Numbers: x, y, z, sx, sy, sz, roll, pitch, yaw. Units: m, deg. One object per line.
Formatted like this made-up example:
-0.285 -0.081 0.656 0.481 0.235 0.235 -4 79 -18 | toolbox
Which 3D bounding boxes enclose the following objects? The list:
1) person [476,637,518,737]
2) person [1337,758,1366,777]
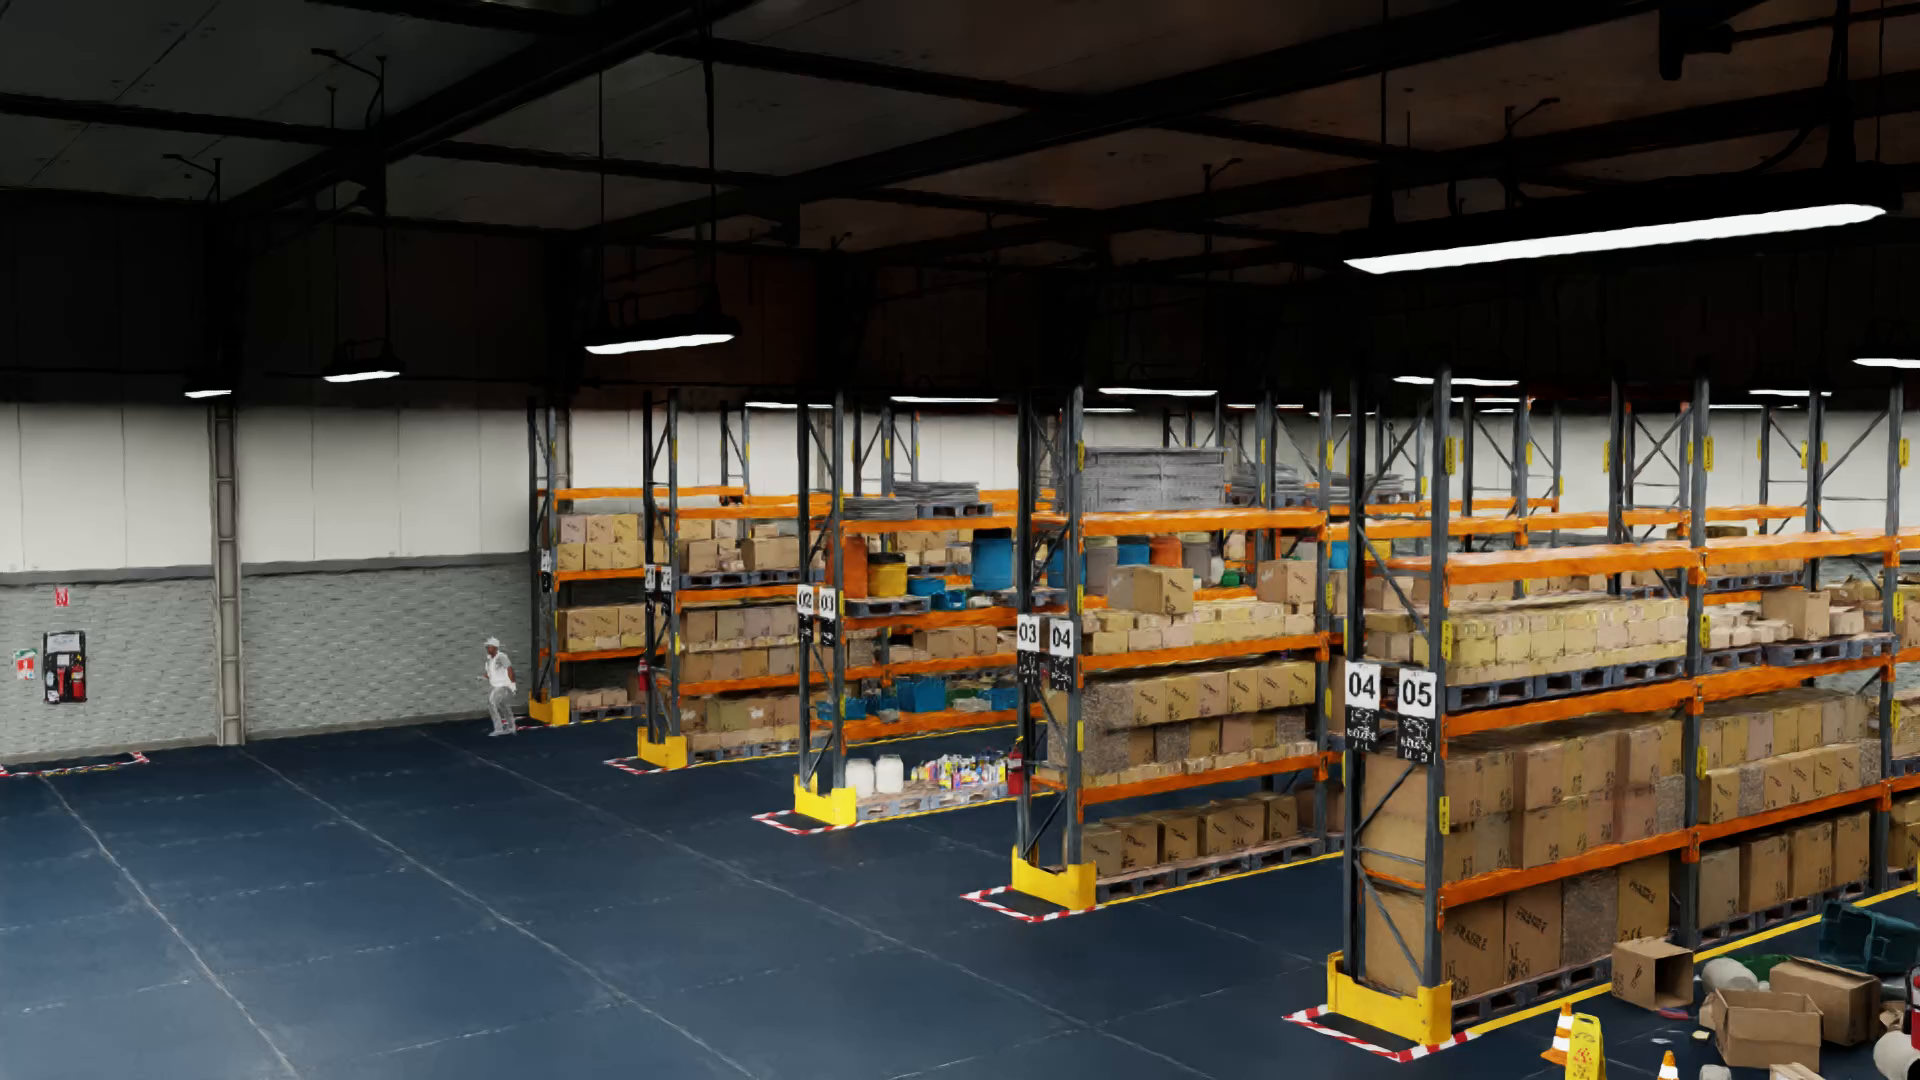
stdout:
-8.106 2.573 29.200 0.681 1.744 0.727 -2 4 -32 | person
6.027 2.758 25.360 0.645 1.786 0.571 -1 3 -9 | person
